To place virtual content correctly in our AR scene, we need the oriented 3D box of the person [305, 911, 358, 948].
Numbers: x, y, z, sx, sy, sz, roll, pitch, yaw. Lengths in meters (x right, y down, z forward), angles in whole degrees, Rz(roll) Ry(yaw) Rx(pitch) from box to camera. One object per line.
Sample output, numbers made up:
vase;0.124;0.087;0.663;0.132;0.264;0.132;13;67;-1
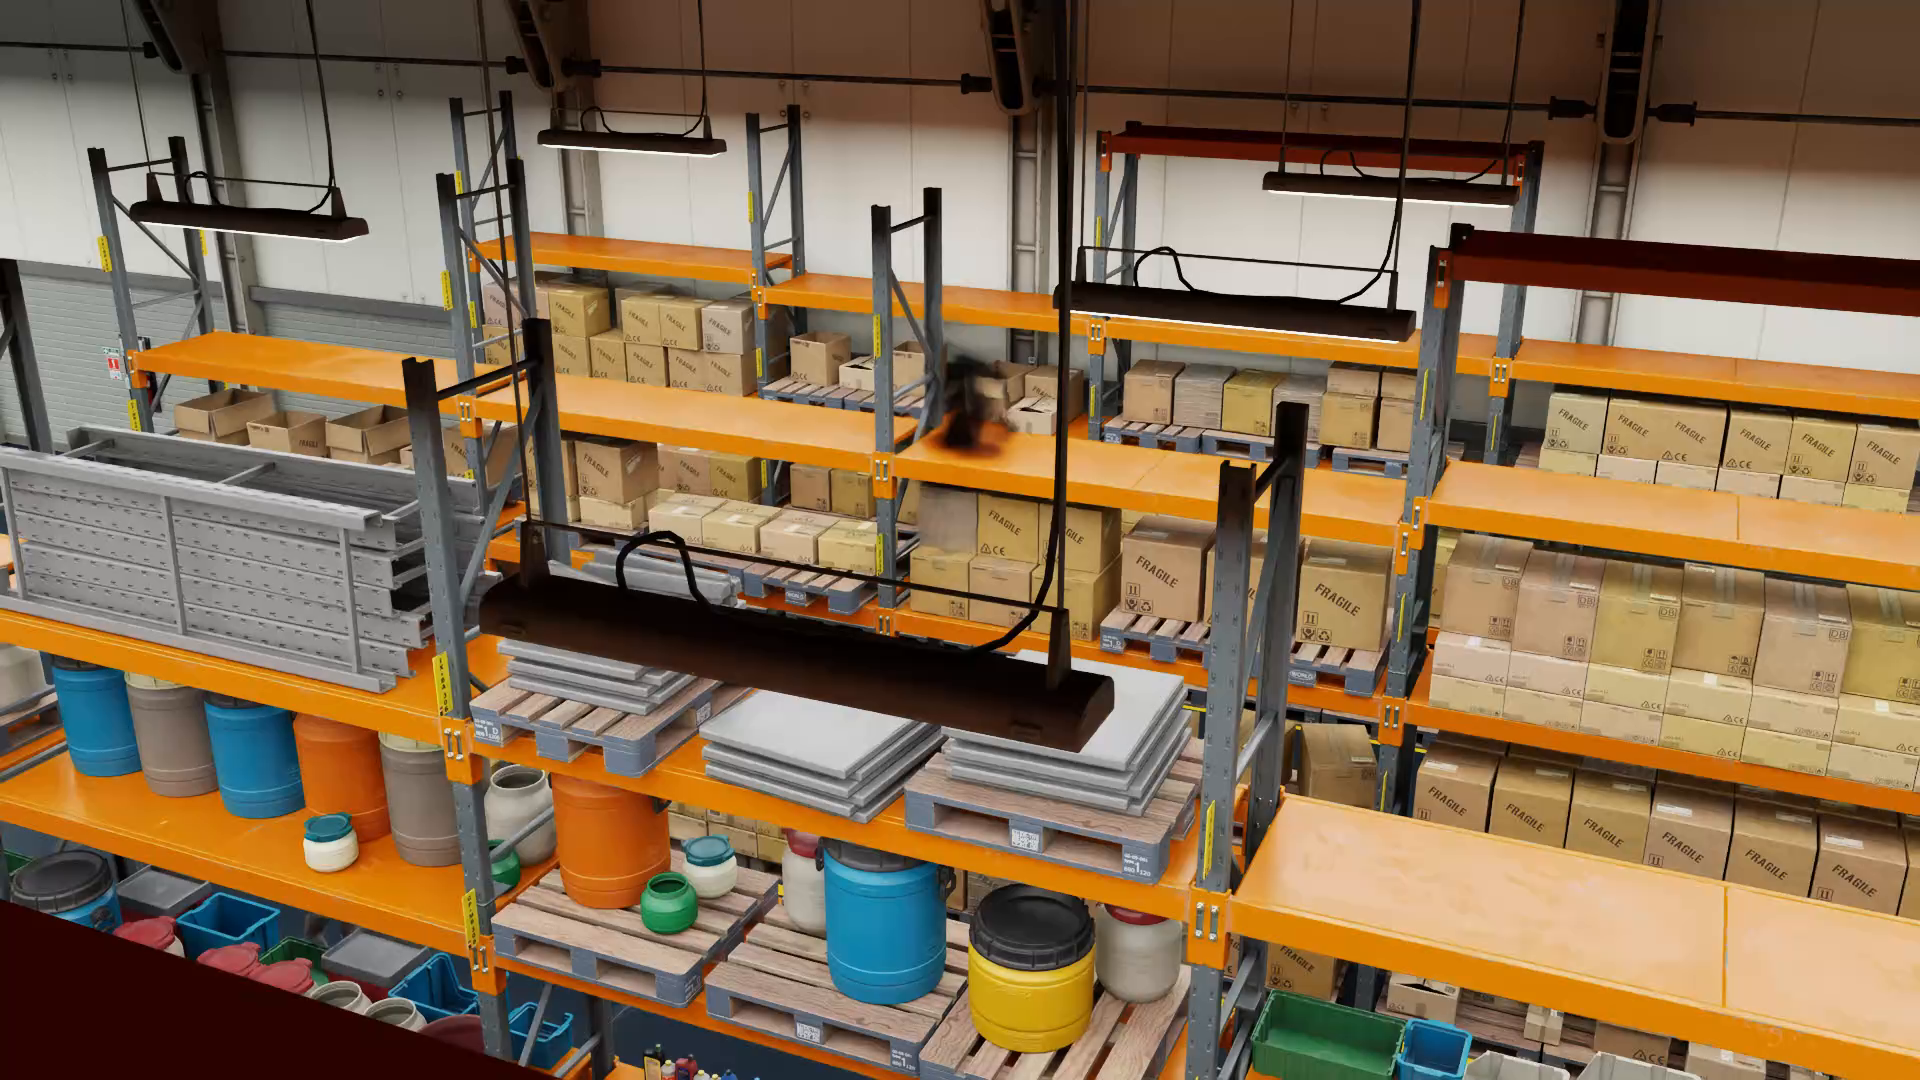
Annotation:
person;-4.830;2.804;12.907;0.750;1.633;0.528;7;22;18
